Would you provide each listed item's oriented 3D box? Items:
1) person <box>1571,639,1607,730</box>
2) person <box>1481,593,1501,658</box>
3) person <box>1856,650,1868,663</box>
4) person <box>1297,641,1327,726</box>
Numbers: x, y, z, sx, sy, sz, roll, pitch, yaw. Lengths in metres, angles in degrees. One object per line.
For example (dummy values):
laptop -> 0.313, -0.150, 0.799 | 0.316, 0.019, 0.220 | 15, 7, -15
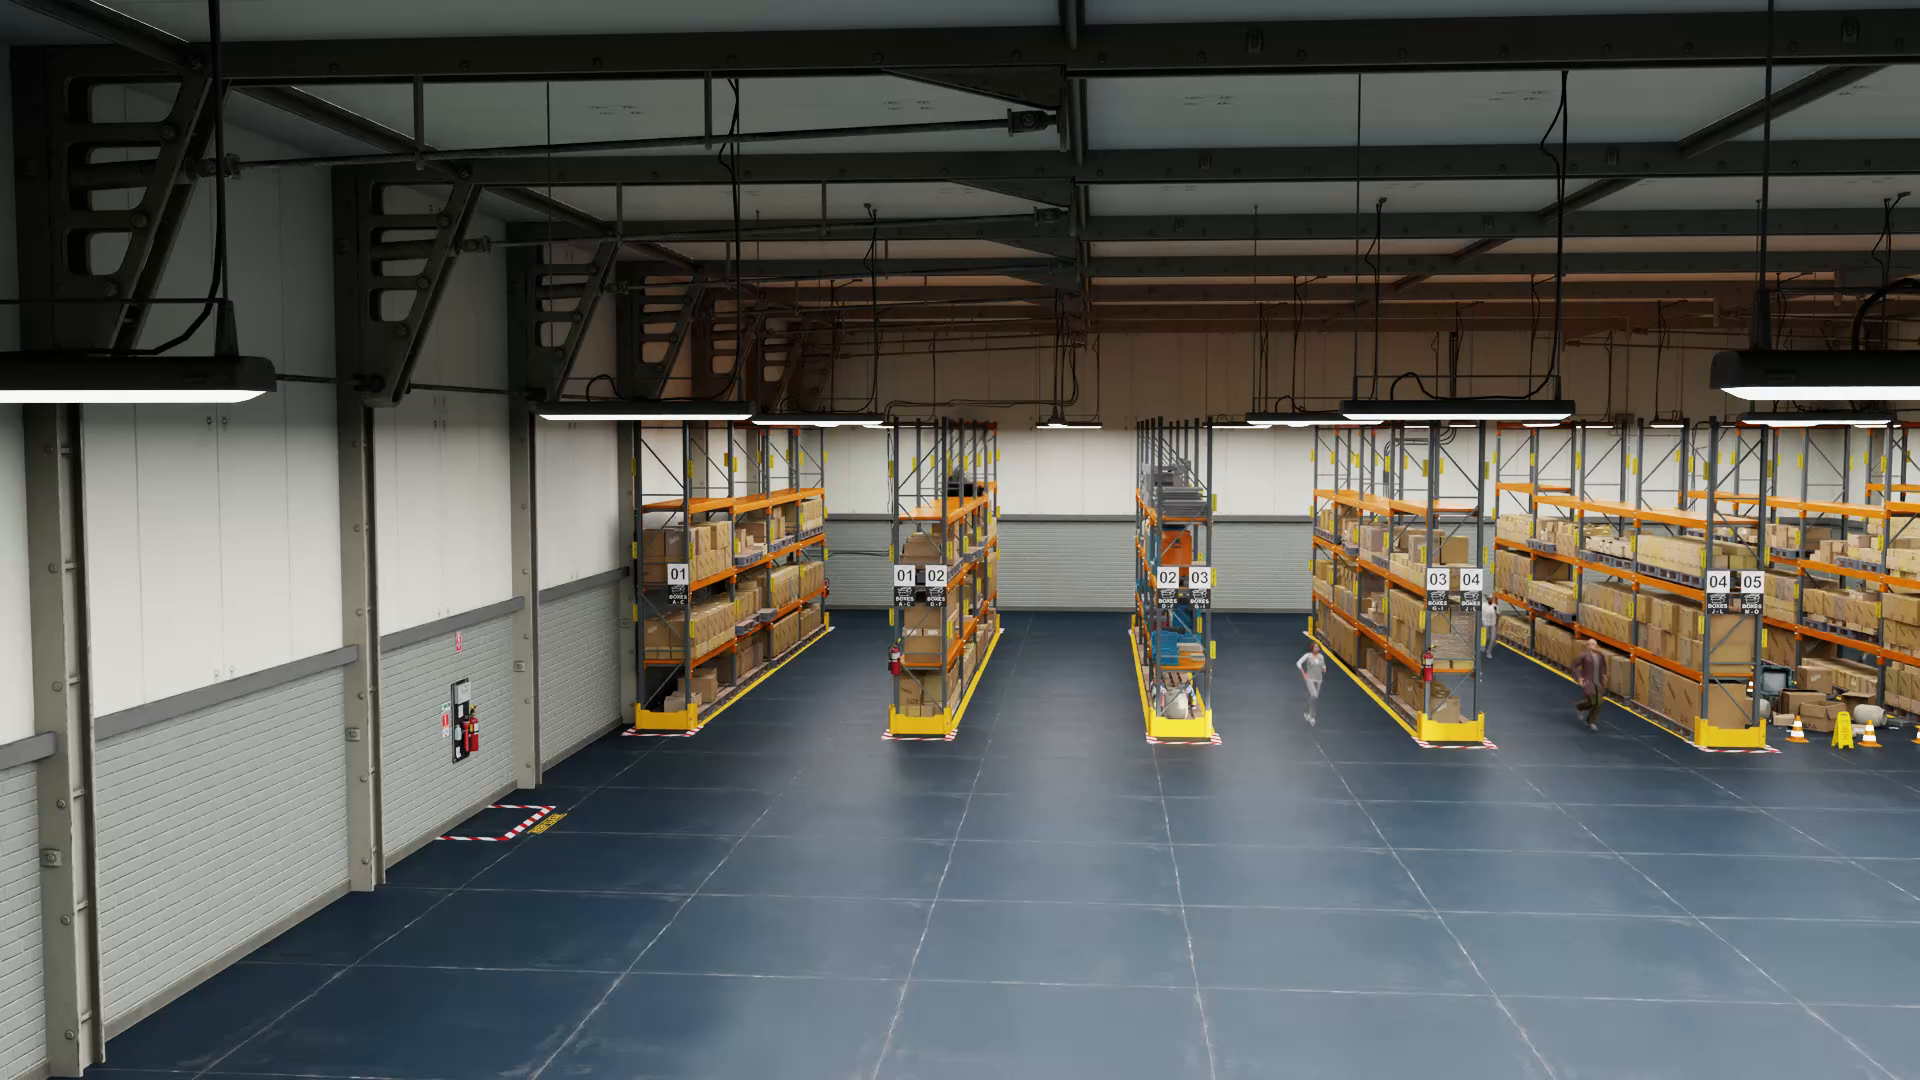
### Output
person -> 12.188, 2.775, 32.136 | 0.723, 1.747, 0.634 | -1, 4, -12
person -> 13.420, 2.156, 42.162 | 0.583, 1.662, 0.558 | 0, 4, 2
person -> 22.288, 2.224, 40.978 | 0.599, 1.646, 0.544 | 0, 4, -2
person -> 6.922, 2.801, 32.573 | 0.517, 1.639, 0.714 | -1, 4, -18
